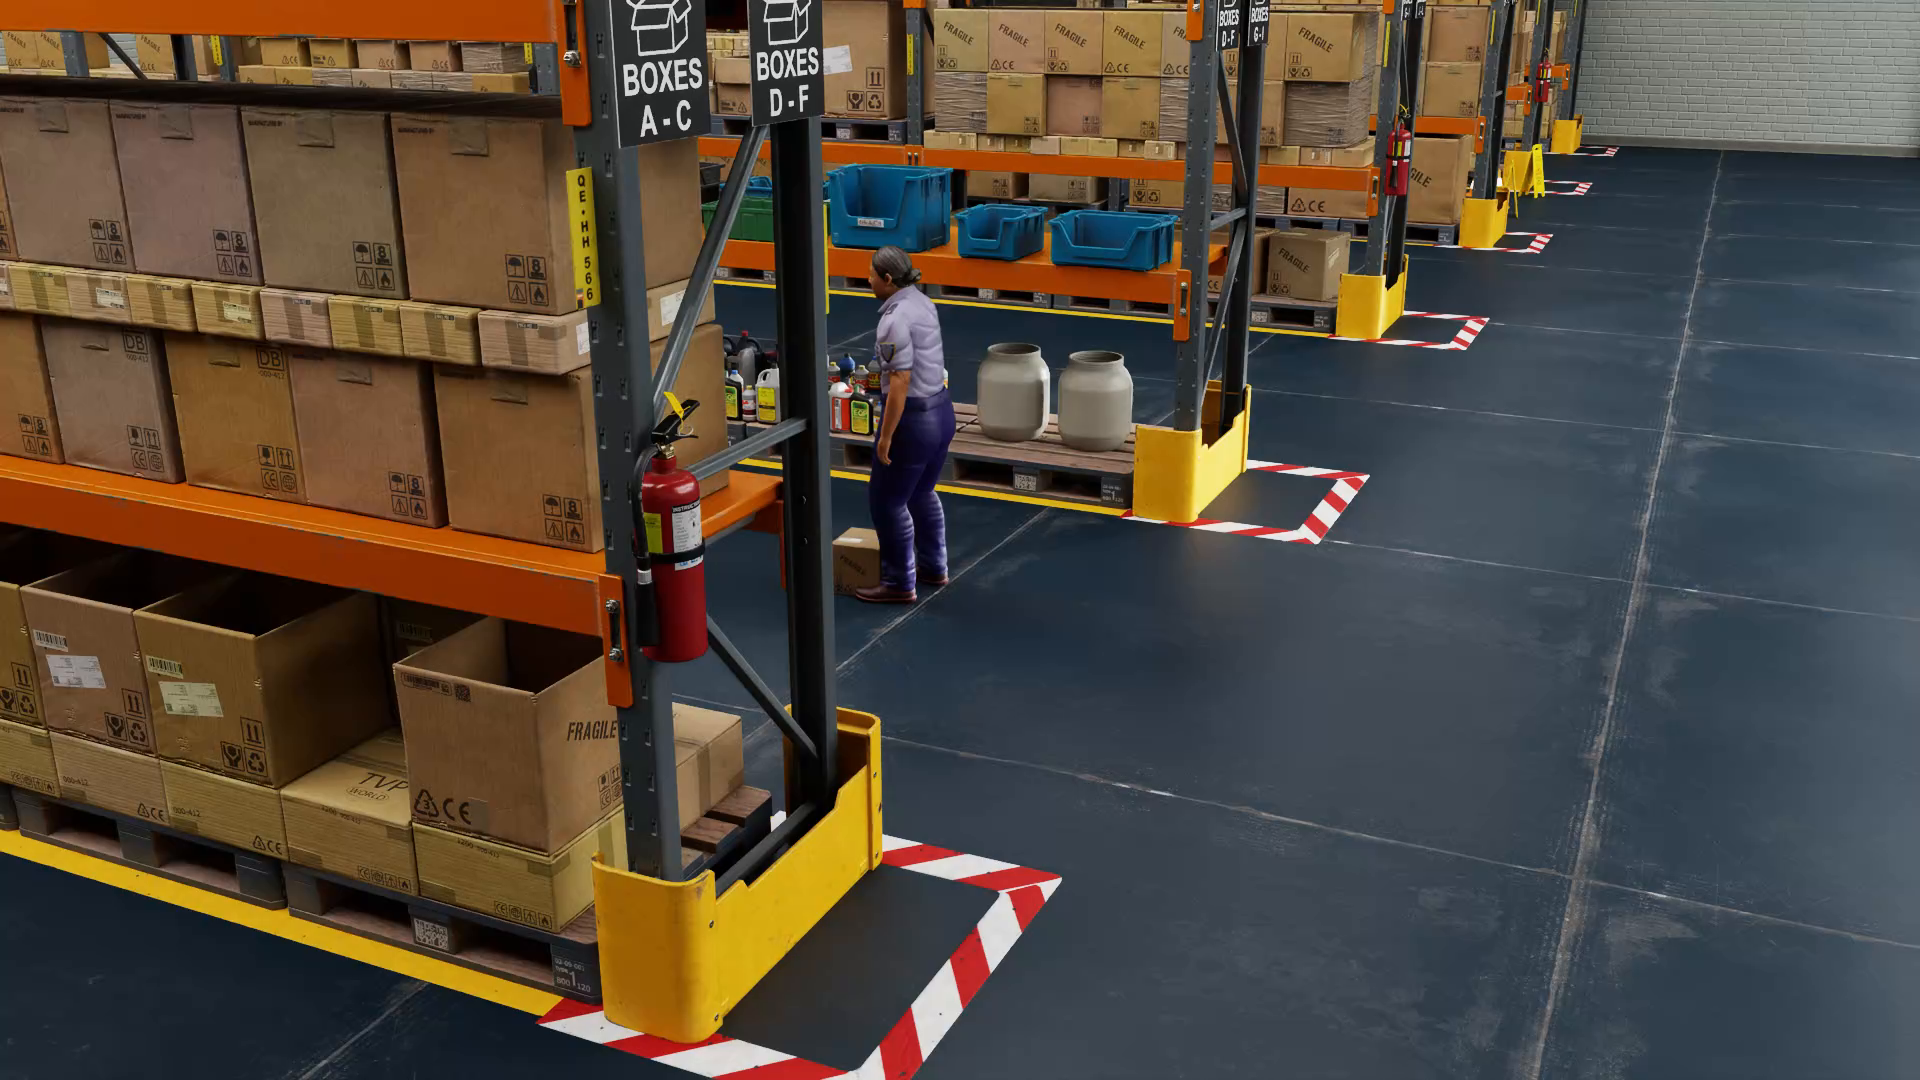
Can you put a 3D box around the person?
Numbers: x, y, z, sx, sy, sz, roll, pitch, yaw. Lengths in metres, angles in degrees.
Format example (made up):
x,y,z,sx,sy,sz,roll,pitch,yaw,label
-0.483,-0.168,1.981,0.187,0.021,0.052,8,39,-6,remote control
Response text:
x,y,z,sx,sy,sz,roll,pitch,yaw,label
-0.259,-0.514,7.596,0.414,1.626,0.562,7,20,19,person
